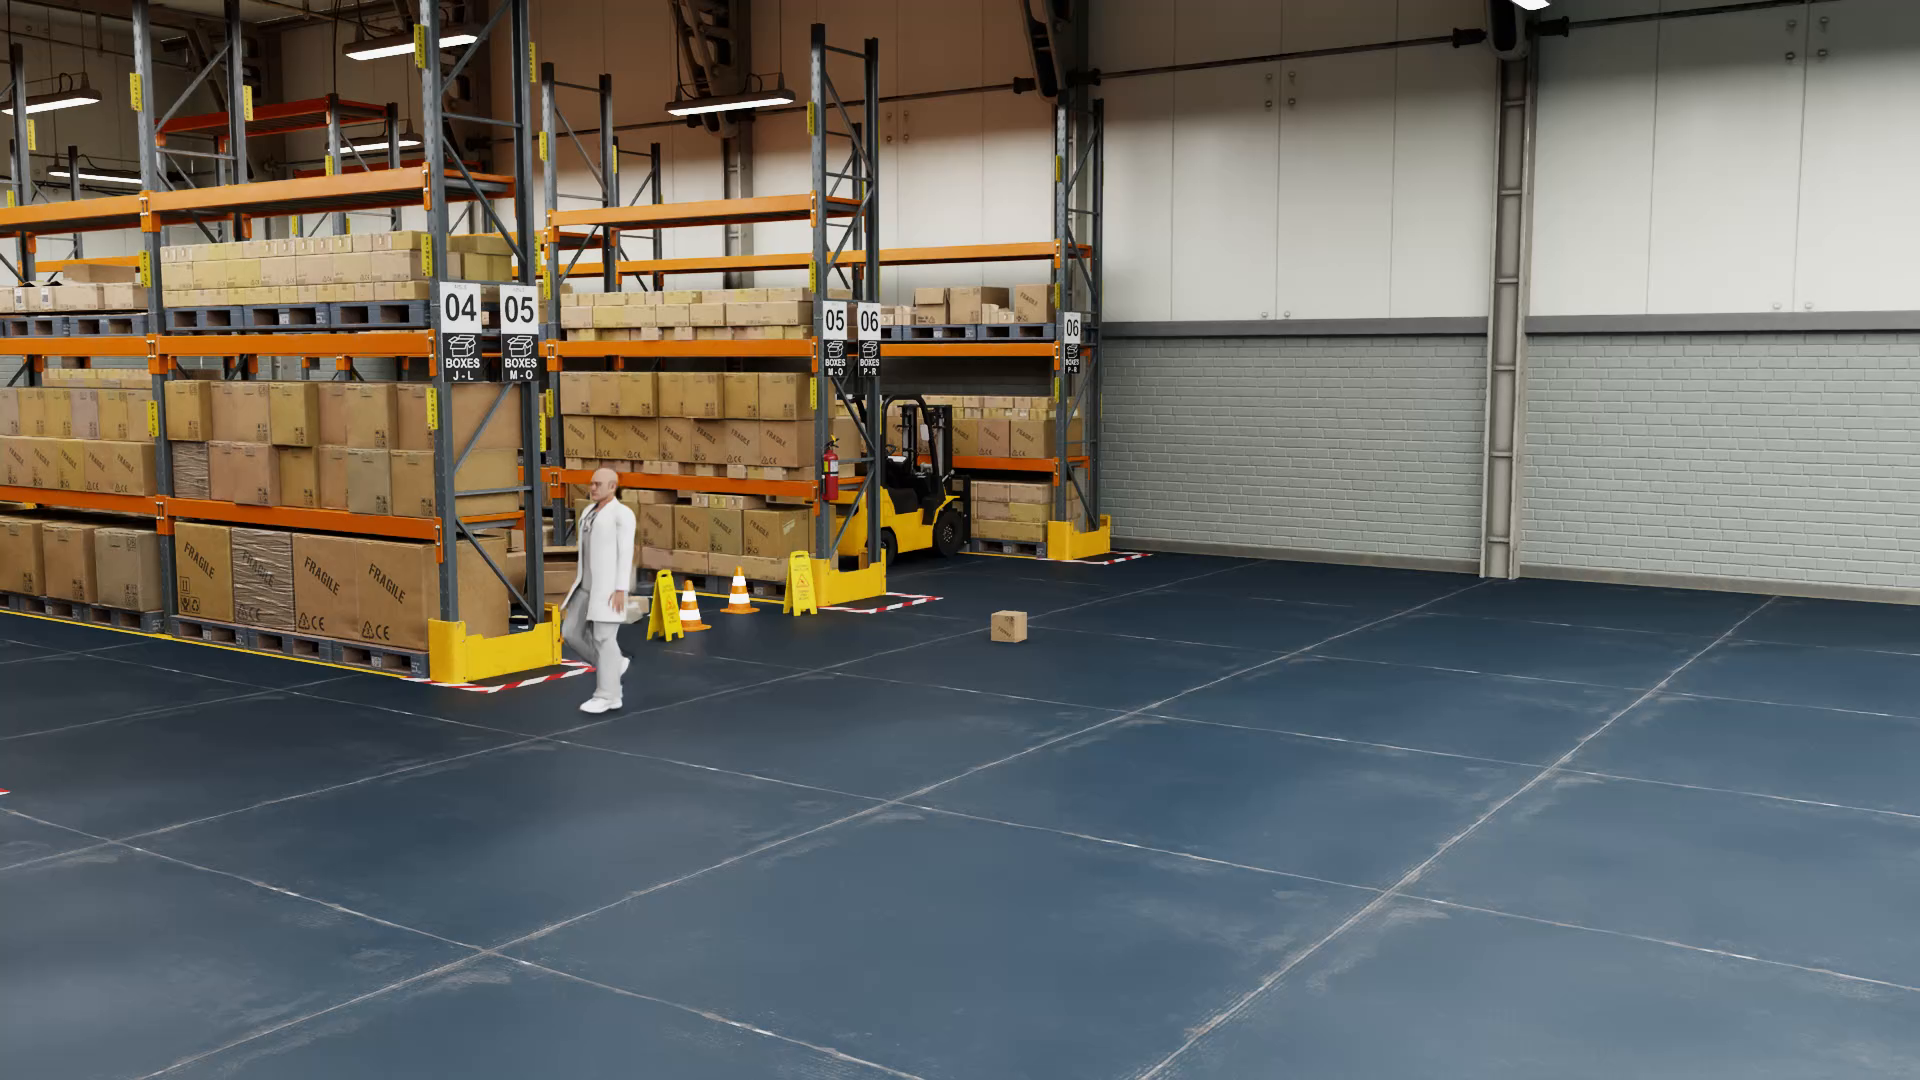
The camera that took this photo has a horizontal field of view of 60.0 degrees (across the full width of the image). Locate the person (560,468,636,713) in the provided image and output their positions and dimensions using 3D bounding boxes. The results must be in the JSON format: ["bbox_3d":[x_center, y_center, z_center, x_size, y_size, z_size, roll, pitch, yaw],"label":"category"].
[{"bbox_3d":[-2.613,0.358,12.204,0.585,1.774,0.560,5,8,38],"label":"person"}]
